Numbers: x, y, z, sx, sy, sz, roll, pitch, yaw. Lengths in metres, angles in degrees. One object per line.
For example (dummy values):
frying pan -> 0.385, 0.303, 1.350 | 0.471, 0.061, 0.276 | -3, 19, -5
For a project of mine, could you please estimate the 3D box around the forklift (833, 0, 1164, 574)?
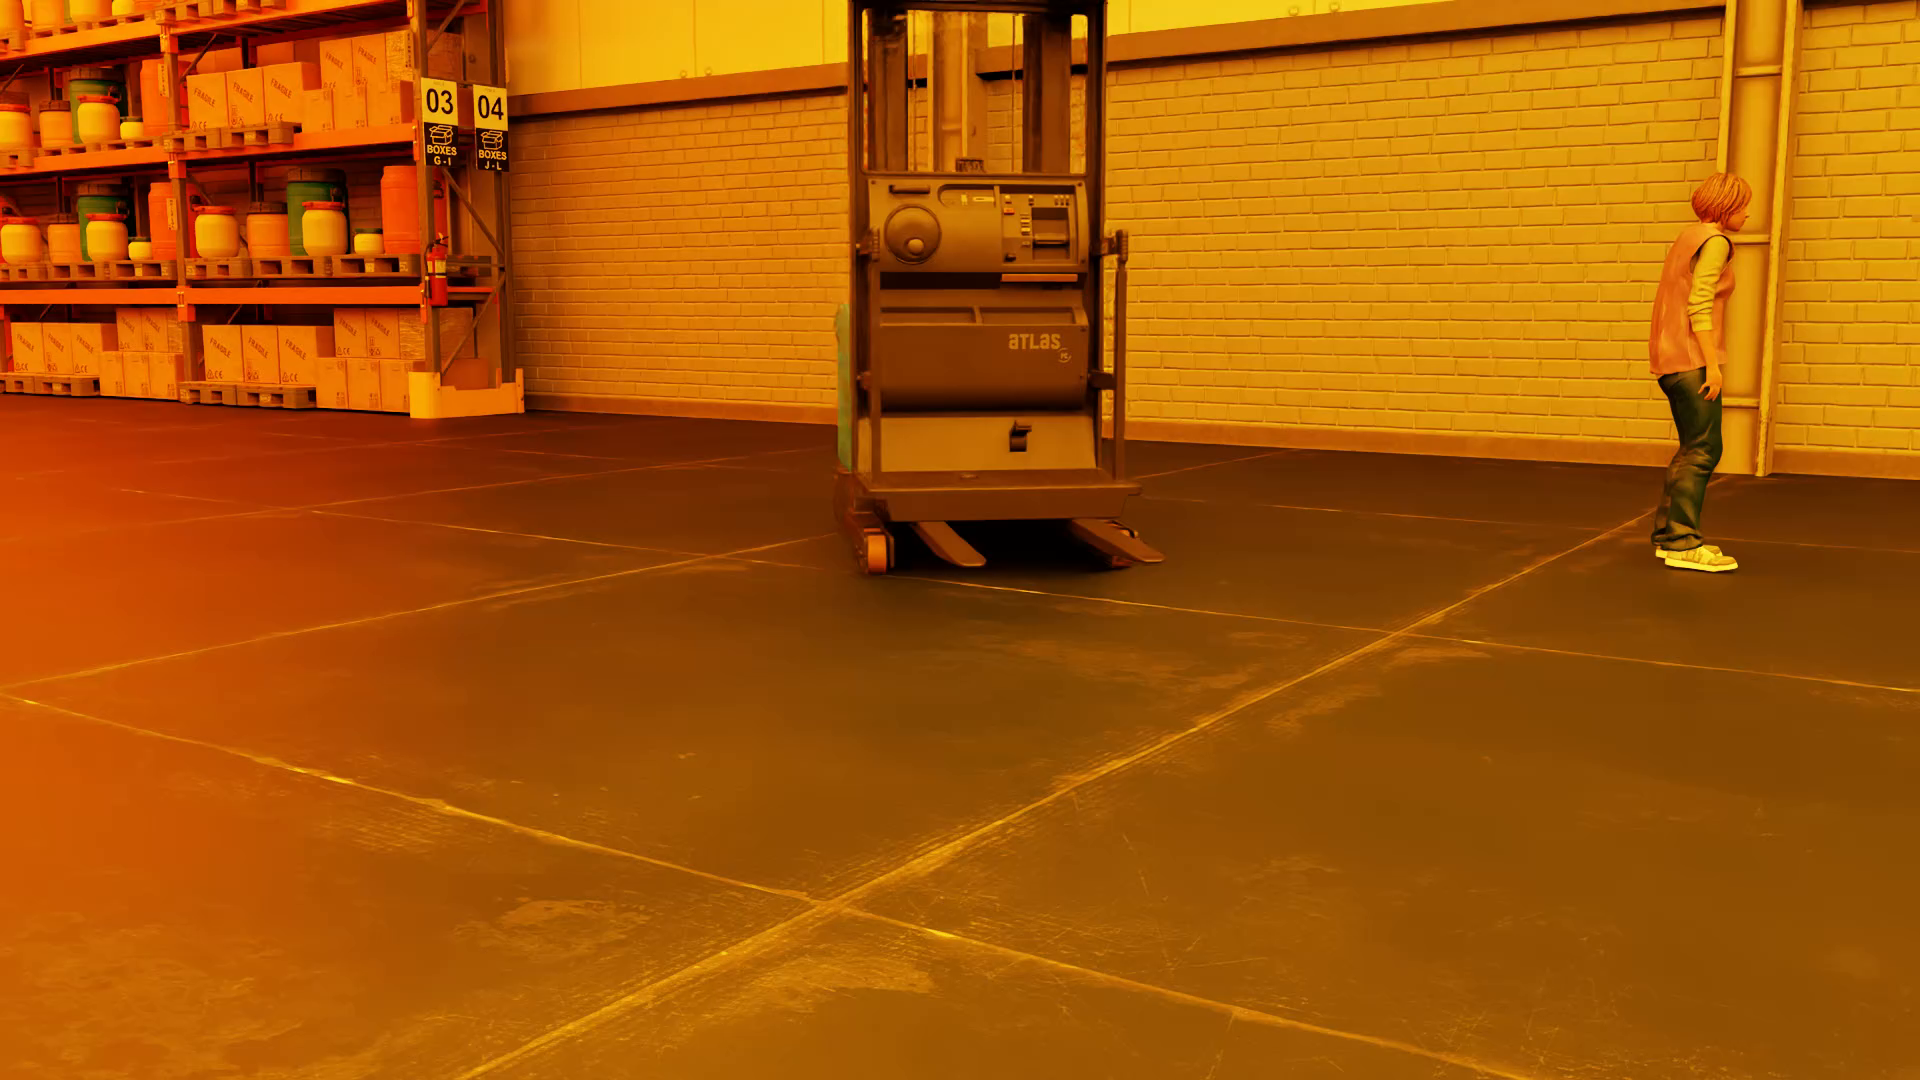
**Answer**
forklift -> 0.113, -1.365, 6.792 | 1.130, 2.935, 3.031 | -1, 8, -9

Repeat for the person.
person -> 3.007, -0.687, 6.792 | 0.348, 1.590, 0.471 | 2, 8, 12
